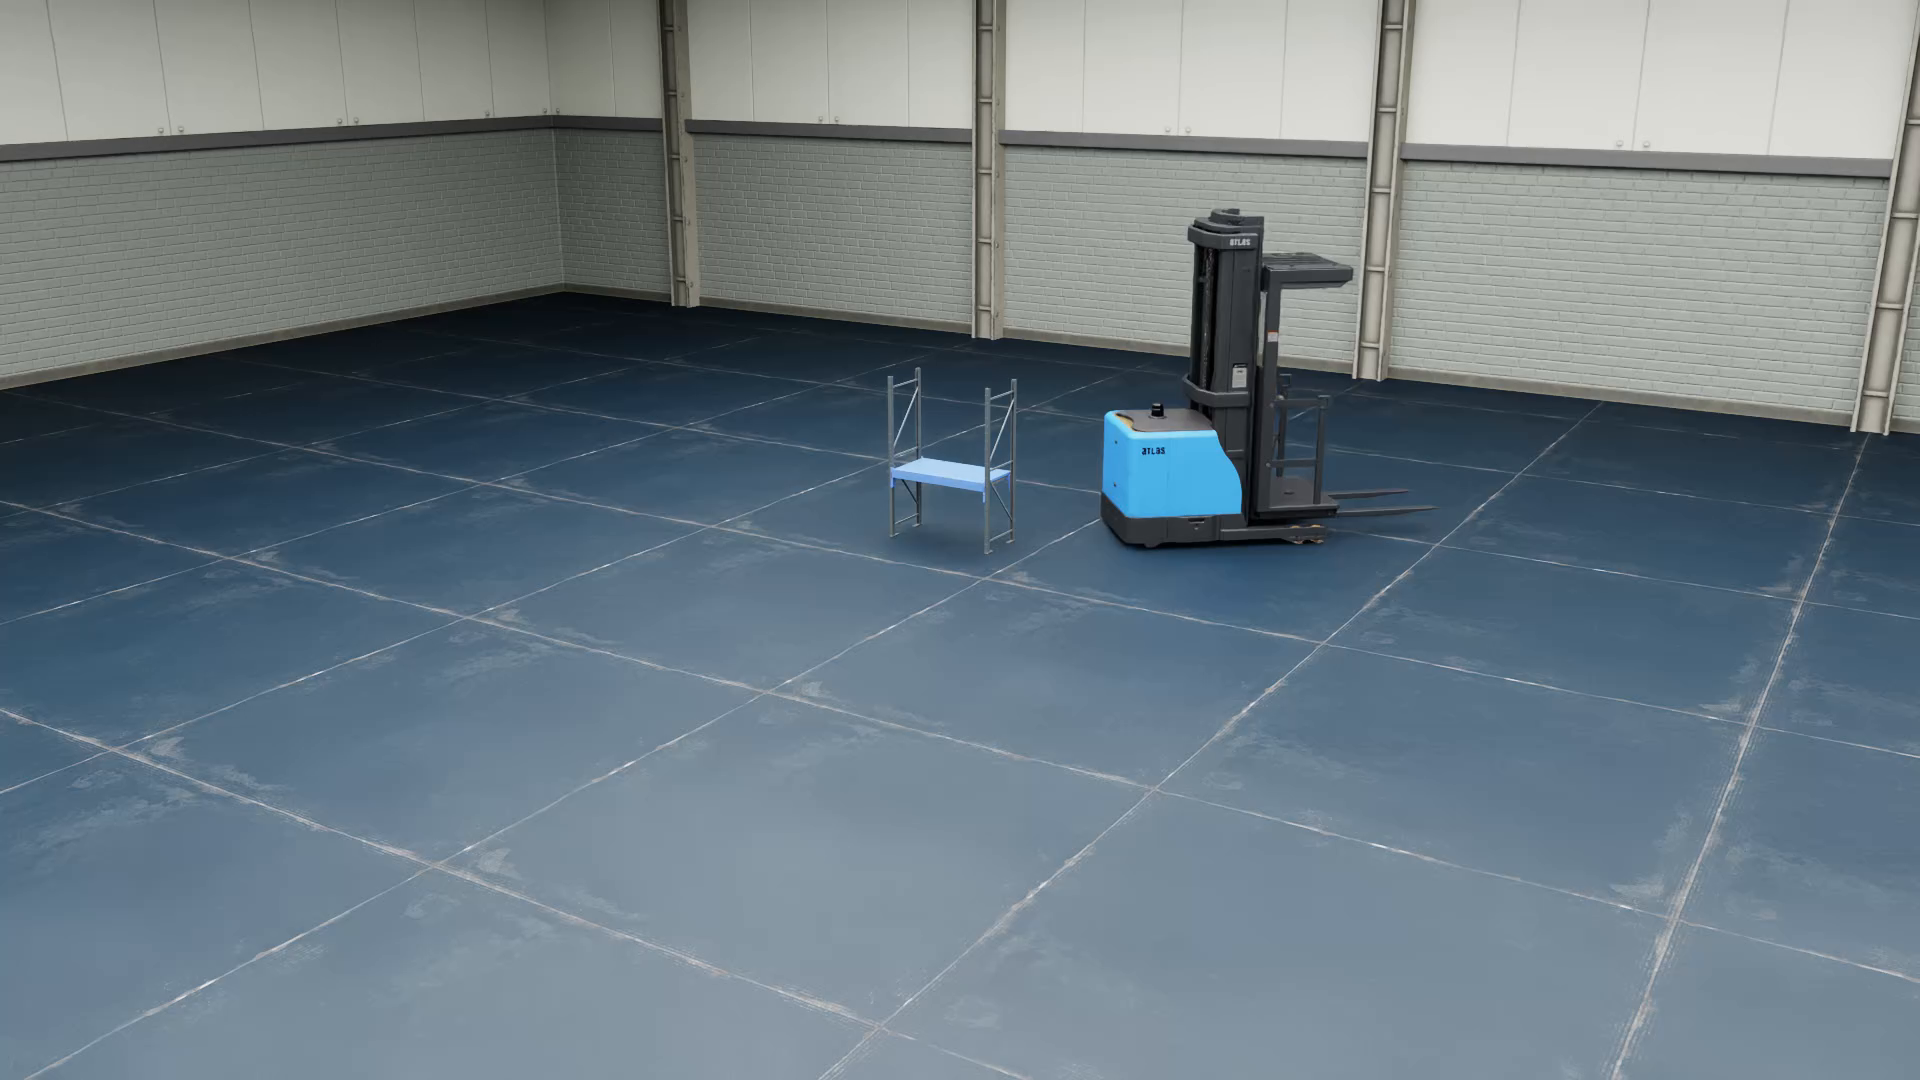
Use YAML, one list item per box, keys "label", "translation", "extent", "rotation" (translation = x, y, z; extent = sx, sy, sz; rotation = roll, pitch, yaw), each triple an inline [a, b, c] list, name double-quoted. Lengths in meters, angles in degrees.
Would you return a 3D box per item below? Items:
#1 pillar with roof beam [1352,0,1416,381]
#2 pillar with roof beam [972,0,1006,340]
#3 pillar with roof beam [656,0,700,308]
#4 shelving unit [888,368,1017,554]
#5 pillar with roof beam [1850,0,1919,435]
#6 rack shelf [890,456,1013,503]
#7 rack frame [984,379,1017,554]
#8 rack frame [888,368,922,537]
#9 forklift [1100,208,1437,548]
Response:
- label: "pillar with roof beam"
  translation: [3.284, -5.430, 17.643]
  extent: [0.400, 9.000, 9.100]
  rotation: [10, 20, 30]
- label: "pillar with roof beam"
  translation: [-1.829, -6.343, 20.647]
  extent: [0.400, 9.000, 9.100]
  rotation: [10, 20, 30]
- label: "pillar with roof beam"
  translation: [-6.942, -7.255, 23.652]
  extent: [0.400, 9.000, 9.100]
  rotation: [10, 20, 30]
- label: "shelving unit"
  translation: [-0.073, -0.731, 15.075]
  extent: [1.048, 1.500, 0.538]
  rotation: [10, 20, 30]
- label: "pillar with roof beam"
  translation: [8.396, -4.517, 14.638]
  extent: [0.400, 9.000, 9.100]
  rotation: [10, 20, 30]
- label: "rack shelf"
  translation: [-0.073, -0.558, 15.127]
  extent: [1.000, 0.185, 0.538]
  rotation: [10, 20, 30]
- label: "rack frame"
  translation: [0.360, -0.653, 14.820]
  extent: [0.032, 1.500, 0.500]
  rotation: [10, 20, 30]
- label: "rack frame"
  translation: [-0.506, -0.808, 15.329]
  extent: [0.032, 1.500, 0.500]
  rotation: [10, 20, 30]
- label: "forklift"
  translation: [2.897, -1.514, 15.191]
  extent: [3.031, 2.935, 1.130]
  rotation: [-3, 17, -9]
